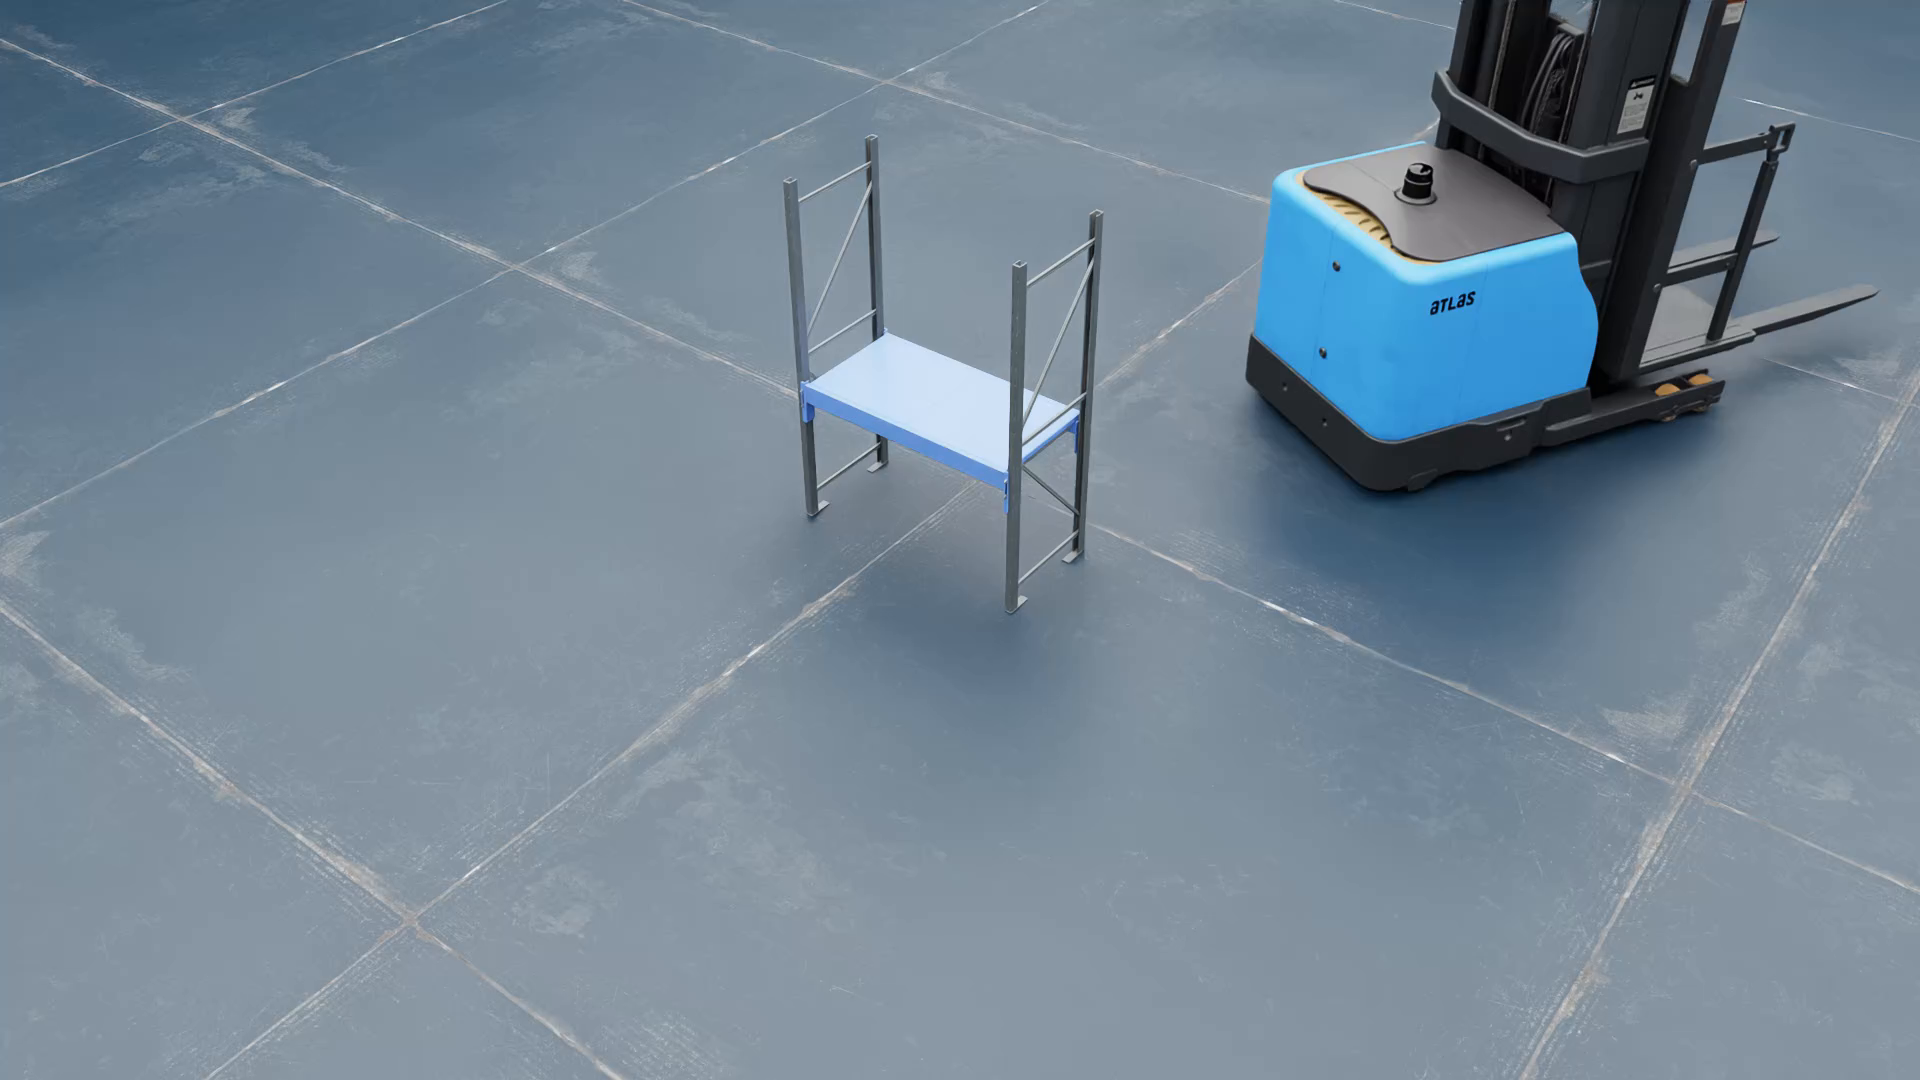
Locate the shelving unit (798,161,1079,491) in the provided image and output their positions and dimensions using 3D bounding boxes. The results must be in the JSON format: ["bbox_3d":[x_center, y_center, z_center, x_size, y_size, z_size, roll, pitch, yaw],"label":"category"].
[{"bbox_3d":[-0.084,-0.629,6.337,0.991,1.308,0.475,25,45,29],"label":"shelving unit"}]

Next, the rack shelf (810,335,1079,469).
[{"bbox_3d":[-0.068,-0.519,6.409,0.952,0.062,0.459,25,45,29],"label":"rack shelf"}]

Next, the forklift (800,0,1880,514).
[{"bbox_3d":[8.675,-0.806,4.860,15.967,3.598,10.324,-16,41,-19],"label":"forklift"}]

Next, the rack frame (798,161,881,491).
[{"bbox_3d":[-0.473,-0.812,6.571,0.013,1.308,0.475,25,45,29],"label":"rack frame"}]
